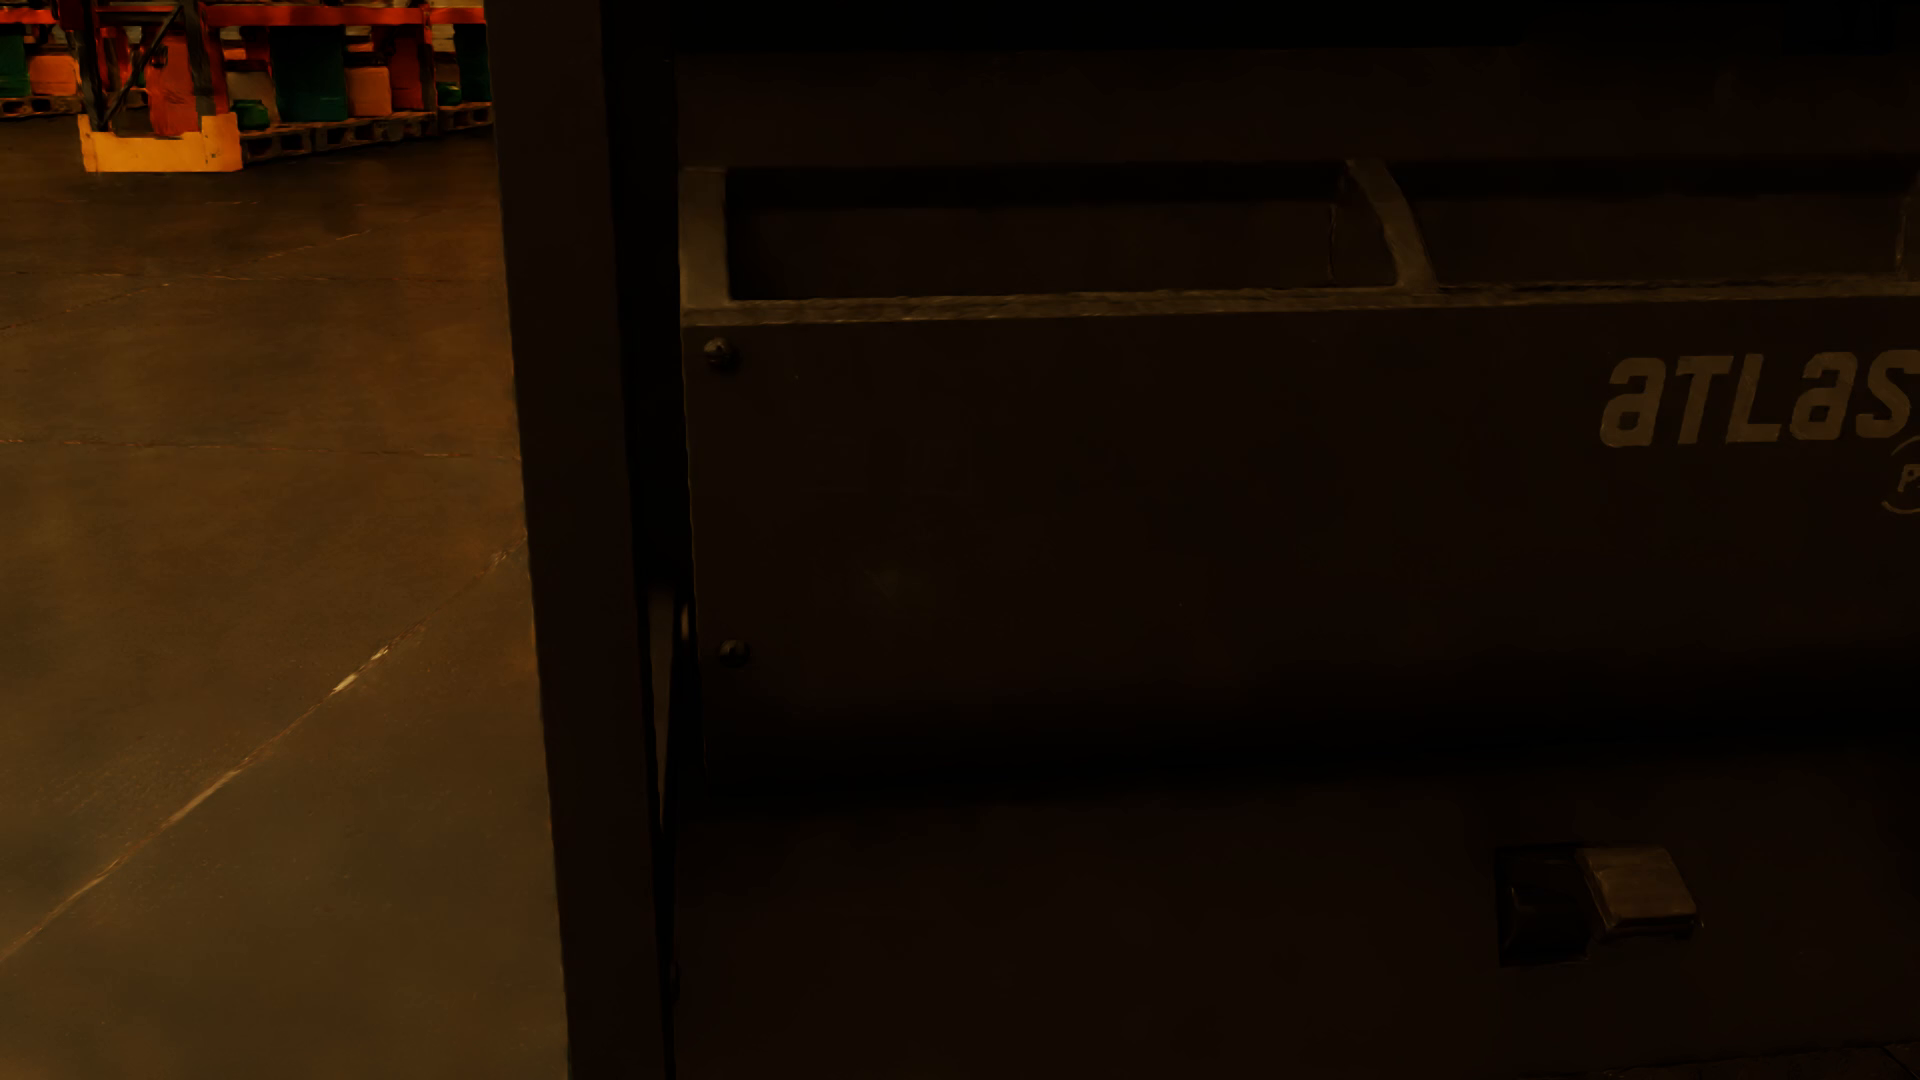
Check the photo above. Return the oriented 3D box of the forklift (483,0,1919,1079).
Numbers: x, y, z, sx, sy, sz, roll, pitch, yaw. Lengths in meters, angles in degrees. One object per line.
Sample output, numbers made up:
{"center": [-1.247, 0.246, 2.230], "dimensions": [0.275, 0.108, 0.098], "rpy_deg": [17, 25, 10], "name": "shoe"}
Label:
{"center": [0.320, -0.568, 0.753], "dimensions": [1.130, 2.935, 3.031], "rpy_deg": [-2, 18, -8], "name": "forklift"}
